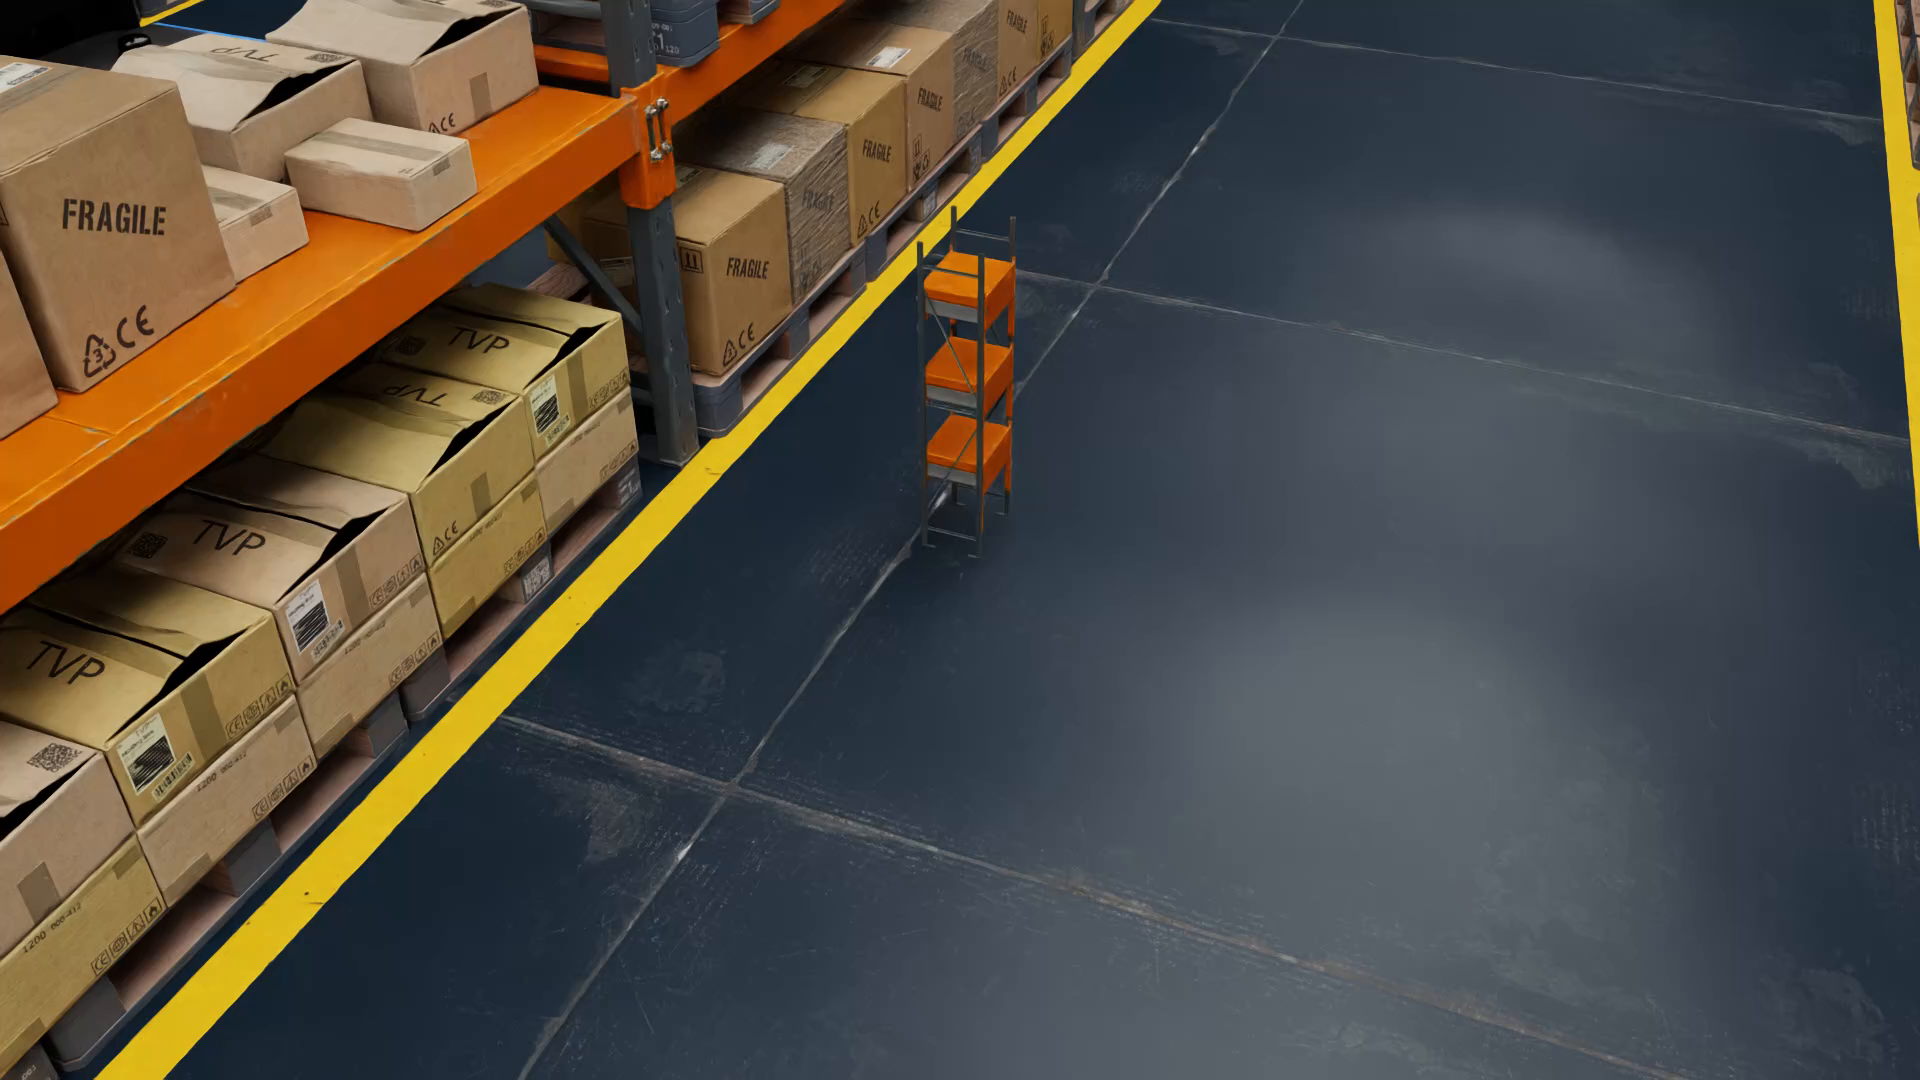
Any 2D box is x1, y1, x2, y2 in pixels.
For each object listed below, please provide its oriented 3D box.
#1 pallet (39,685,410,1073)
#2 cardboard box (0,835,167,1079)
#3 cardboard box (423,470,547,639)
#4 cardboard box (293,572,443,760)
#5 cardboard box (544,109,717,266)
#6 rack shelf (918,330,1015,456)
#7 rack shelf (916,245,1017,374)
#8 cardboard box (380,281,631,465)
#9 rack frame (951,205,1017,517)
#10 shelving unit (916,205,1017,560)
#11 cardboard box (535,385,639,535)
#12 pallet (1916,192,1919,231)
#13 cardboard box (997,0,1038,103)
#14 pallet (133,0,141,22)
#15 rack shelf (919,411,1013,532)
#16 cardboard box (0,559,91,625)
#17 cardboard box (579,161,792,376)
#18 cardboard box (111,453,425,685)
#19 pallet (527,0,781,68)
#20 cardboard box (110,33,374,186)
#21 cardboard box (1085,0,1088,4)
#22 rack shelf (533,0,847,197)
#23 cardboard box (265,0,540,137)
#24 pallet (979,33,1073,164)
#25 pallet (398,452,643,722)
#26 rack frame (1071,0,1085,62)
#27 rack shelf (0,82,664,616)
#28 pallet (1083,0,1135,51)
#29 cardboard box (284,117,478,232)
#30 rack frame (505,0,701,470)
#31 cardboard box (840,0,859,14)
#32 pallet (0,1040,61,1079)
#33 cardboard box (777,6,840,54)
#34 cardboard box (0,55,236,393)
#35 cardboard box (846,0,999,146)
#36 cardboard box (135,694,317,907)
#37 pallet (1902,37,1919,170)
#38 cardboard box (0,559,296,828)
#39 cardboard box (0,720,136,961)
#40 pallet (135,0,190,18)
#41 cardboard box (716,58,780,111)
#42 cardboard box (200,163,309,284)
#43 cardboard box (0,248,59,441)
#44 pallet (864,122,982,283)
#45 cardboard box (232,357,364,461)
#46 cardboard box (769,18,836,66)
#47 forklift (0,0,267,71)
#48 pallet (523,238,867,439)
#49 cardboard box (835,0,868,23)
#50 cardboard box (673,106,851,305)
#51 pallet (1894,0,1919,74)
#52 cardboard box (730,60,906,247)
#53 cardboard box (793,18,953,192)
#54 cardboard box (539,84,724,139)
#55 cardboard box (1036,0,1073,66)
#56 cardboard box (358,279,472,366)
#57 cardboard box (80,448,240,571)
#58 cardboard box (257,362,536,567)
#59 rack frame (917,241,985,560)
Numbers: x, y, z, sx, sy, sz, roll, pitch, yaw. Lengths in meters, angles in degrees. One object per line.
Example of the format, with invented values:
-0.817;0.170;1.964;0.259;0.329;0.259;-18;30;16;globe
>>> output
-2.184;0.651;4.202;1.003;0.211;1.213;14;39;18;pallet
-2.118;0.825;3.586;0.500;0.250;0.500;13;39;16;cardboard box
-1.536;-0.019;4.716;0.500;0.250;0.500;13;39;17;cardboard box
-1.730;0.258;4.345;0.500;0.250;0.500;15;39;19;cardboard box
-1.230;-1.332;6.247;0.500;0.500;0.500;15;39;20;cardboard box
0.020;-0.442;4.982;0.215;0.259;0.240;14;39;18;rack shelf
0.020;-0.669;4.812;0.215;0.259;0.240;14;39;18;rack shelf
-1.340;-0.531;4.932;0.500;0.311;0.500;15;39;19;cardboard box
0.067;-0.518;5.066;0.200;1.050;0.008;14;39;18;rack frame
0.020;-0.450;4.975;0.215;1.050;0.252;14;39;18;shelving unit
-1.343;-0.306;5.099;0.500;0.250;0.500;15;39;19;cardboard box
4.401;-1.135;6.592;1.003;0.211;1.213;14;39;18;pallet
0.035;-2.365;7.629;0.500;0.500;0.500;14;39;18;cardboard box
-5.116;-2.687;8.669;1.003;0.211;1.213;14;39;18;pallet
0.020;-0.219;5.148;0.215;0.259;0.240;14;39;18;rack shelf
-2.423;0.205;3.947;0.500;0.311;0.500;13;39;17;cardboard box
-0.931;-0.947;5.733;0.500;0.500;0.500;15;39;20;cardboard box
-1.727;0.037;4.172;0.500;0.311;0.500;14;39;17;cardboard box
-1.176;-1.900;5.447;1.213;0.211;1.003;14;39;18;pallet
-1.888;-1.099;4.289;0.500;0.311;0.500;13;39;17;cardboard box
0.513;-3.083;8.747;0.500;0.311;0.500;14;39;18;cardboard box
-0.608;-2.405;6.563;1.077;0.370;4.000;14;39;18;rack shelf
-1.547;-1.358;4.636;0.500;0.311;0.500;16;40;21;cardboard box
-0.121;-2.224;8.050;1.003;0.211;1.213;14;39;18;pallet
-1.718;-0.022;5.103;1.003;0.211;1.213;14;39;18;pallet
0.153;-3.800;7.829;1.000;3.000;0.127;14;39;18;rack frame
-2.130;-0.190;3.600;1.077;0.370;4.000;14;39;18;rack shelf
0.416;-3.063;9.172;1.003;0.211;1.213;14;39;18;pallet
-1.455;-0.924;4.191;0.380;0.149;0.250;14;39;18;cardboard box
-1.369;-1.586;4.866;1.000;3.000;0.127;14;39;18;rack frame
-0.637;-2.510;7.196;0.500;0.250;0.500;14;39;18;cardboard box
-2.646;1.329;3.295;1.003;0.211;1.213;14;39;18;pallet
-0.827;-2.232;6.824;0.500;0.250;0.500;13;39;17;cardboard box
-1.992;-0.693;3.588;0.500;0.500;0.500;12;38;15;cardboard box
-0.156;-2.087;7.258;0.500;0.500;0.500;14;39;18;cardboard box
-1.923;0.544;3.963;0.500;0.250;0.500;15;39;19;cardboard box
4.977;-1.969;7.708;1.003;0.211;1.213;14;39;18;pallet
-1.919;0.314;3.802;0.500;0.311;0.500;15;39;19;cardboard box
-2.112;0.603;3.416;0.500;0.311;0.500;13;39;16;cardboard box
-4.653;-3.365;9.576;1.003;0.211;1.213;14;39;18;pallet
-1.033;-1.618;6.630;0.500;0.500;0.500;12;39;16;cardboard box
-1.802;-0.766;3.979;0.380;0.149;0.250;17;40;21;cardboard box
-2.192;-0.401;3.198;0.500;0.500;0.500;14;39;18;cardboard box
-0.584;-1.546;7.143;1.003;0.211;1.213;14;39;18;pallet
-2.032;-0.361;4.705;0.500;0.311;0.500;13;39;17;cardboard box
-0.839;-1.910;7.021;0.500;0.500;0.500;12;39;16;cardboard box
-3.704;-2.056;5.552;3.031;2.935;1.130;13;39;17;forklift
-1.050;-0.873;6.242;1.003;0.211;1.213;14;39;18;pallet
-0.646;-2.190;7.395;0.500;0.500;0.500;14;39;18;cardboard box
-0.737;-1.239;6.122;0.500;0.500;0.500;12;39;16;cardboard box
5.439;-2.647;8.615;1.003;0.211;1.213;14;39;18;pallet
-0.542;-1.515;6.492;0.500;0.500;0.500;13;39;17;cardboard box
-0.348;-1.805;6.880;0.500;0.500;0.500;13;39;16;cardboard box
-1.212;-1.664;6.065;0.500;0.250;0.500;15;39;19;cardboard box
0.231;-2.637;7.993;0.500;0.500;0.500;14;39;17;cardboard box
-1.839;-0.654;5.097;0.500;0.311;0.500;15;39;19;cardboard box
-2.228;-0.079;4.328;0.500;0.311;0.500;13;39;17;cardboard box
-1.532;-0.242;4.545;0.500;0.311;0.500;13;39;17;cardboard box
-0.026;-0.383;4.885;0.200;1.050;0.008;14;39;18;rack frame
